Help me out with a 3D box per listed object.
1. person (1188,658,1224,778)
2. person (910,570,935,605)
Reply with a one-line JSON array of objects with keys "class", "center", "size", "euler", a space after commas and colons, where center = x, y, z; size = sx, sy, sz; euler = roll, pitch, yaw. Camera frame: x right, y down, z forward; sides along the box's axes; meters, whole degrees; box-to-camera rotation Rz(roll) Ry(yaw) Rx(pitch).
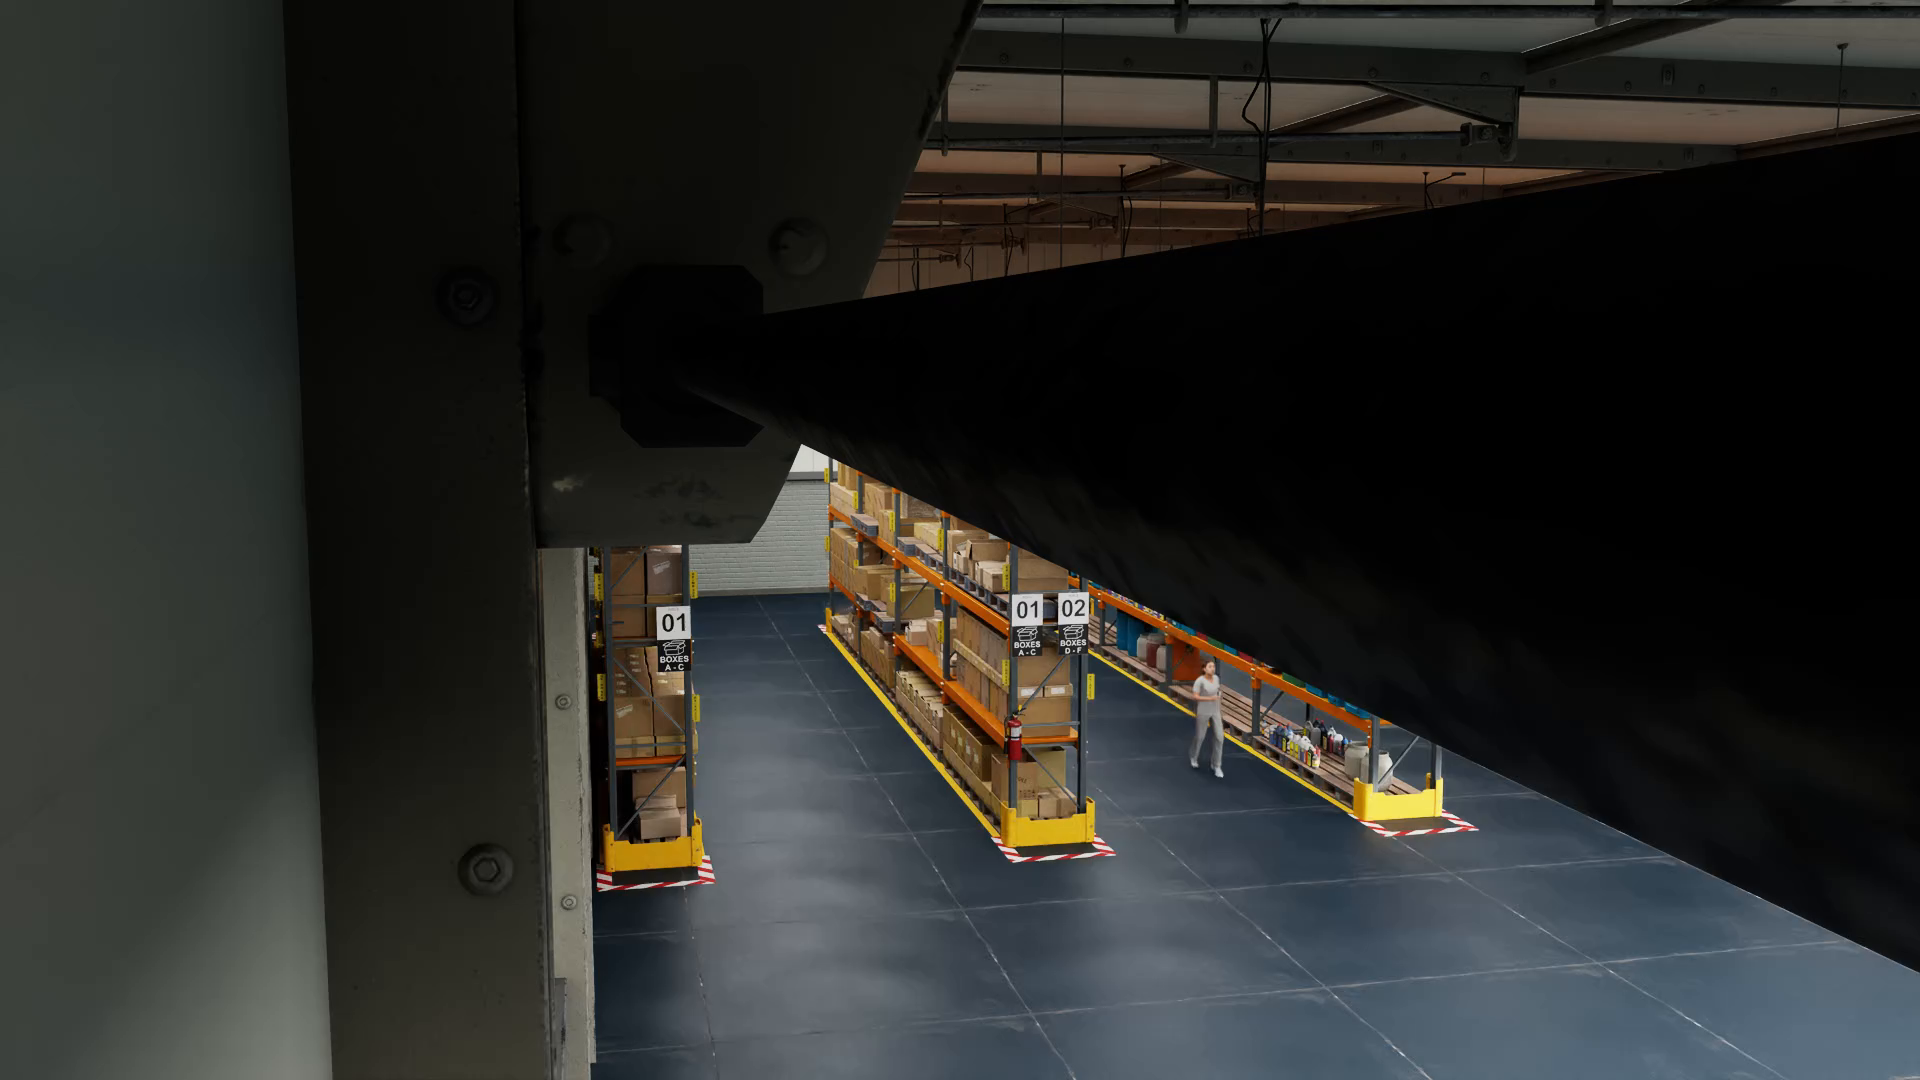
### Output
[{"class": "person", "center": [3.627, 2.592, 24.479], "size": [0.554, 1.737, 0.797], "euler": [-2, 7, -20]}, {"class": "person", "center": [-0.801, 1.104, 37.348], "size": [0.526, 1.598, 0.587], "euler": [4, 8, 32]}]
